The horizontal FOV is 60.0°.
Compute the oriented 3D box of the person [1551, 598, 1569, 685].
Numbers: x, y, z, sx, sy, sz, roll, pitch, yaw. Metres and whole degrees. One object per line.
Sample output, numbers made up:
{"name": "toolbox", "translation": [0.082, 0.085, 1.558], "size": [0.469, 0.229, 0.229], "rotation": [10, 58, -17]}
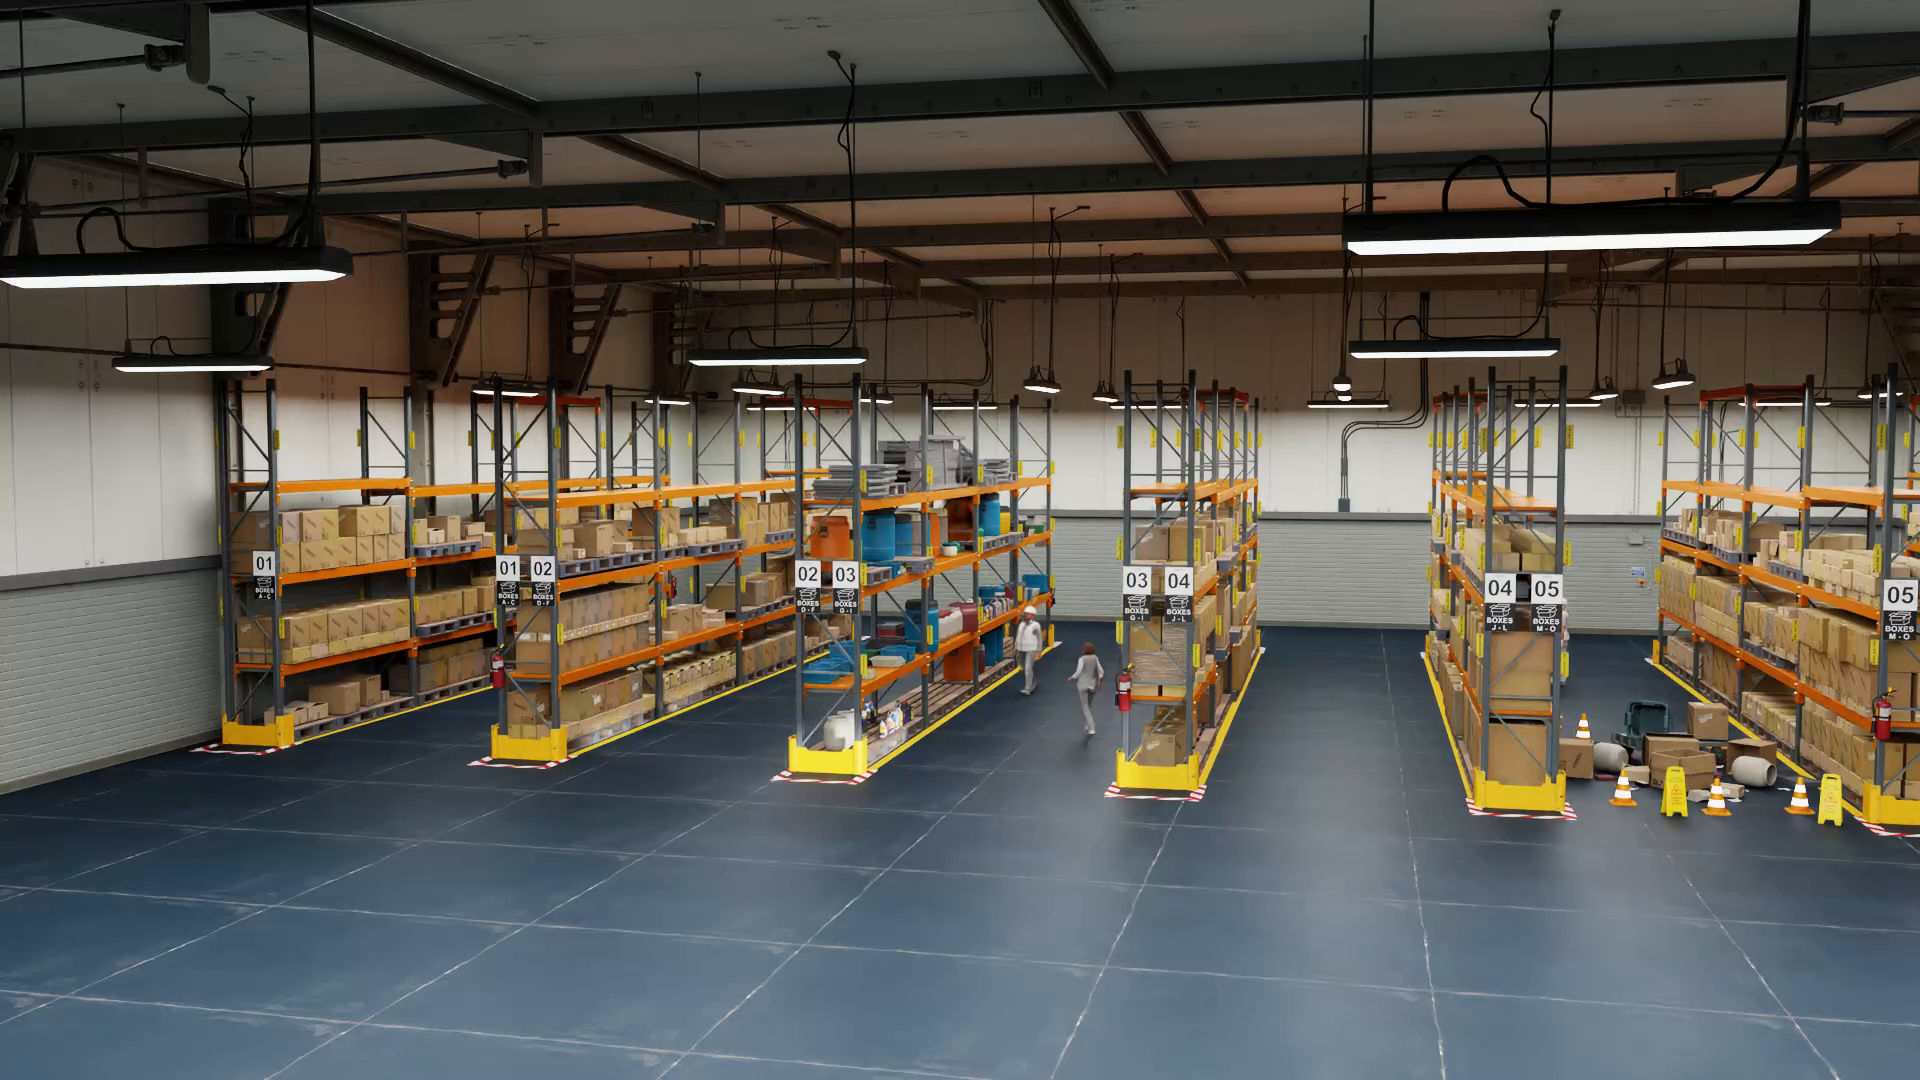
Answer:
{"name": "person", "translation": [12.248, 2.074, 34.018], "size": [0.433, 1.794, 0.605], "rotation": [3, 4, 37]}

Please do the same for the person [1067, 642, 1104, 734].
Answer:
{"name": "person", "translation": [2.183, 2.549, 28.362], "size": [0.526, 1.636, 0.703], "rotation": [-1, 4, -21]}

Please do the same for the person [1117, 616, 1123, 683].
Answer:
{"name": "person", "translation": [3.504, 2.197, 34.283], "size": [0.482, 1.403, 1.028], "rotation": [1, 4, 19]}

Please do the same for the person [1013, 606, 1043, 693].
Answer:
{"name": "person", "translation": [1.391, 2.142, 32.892], "size": [0.572, 1.685, 0.799], "rotation": [3, 5, 43]}
